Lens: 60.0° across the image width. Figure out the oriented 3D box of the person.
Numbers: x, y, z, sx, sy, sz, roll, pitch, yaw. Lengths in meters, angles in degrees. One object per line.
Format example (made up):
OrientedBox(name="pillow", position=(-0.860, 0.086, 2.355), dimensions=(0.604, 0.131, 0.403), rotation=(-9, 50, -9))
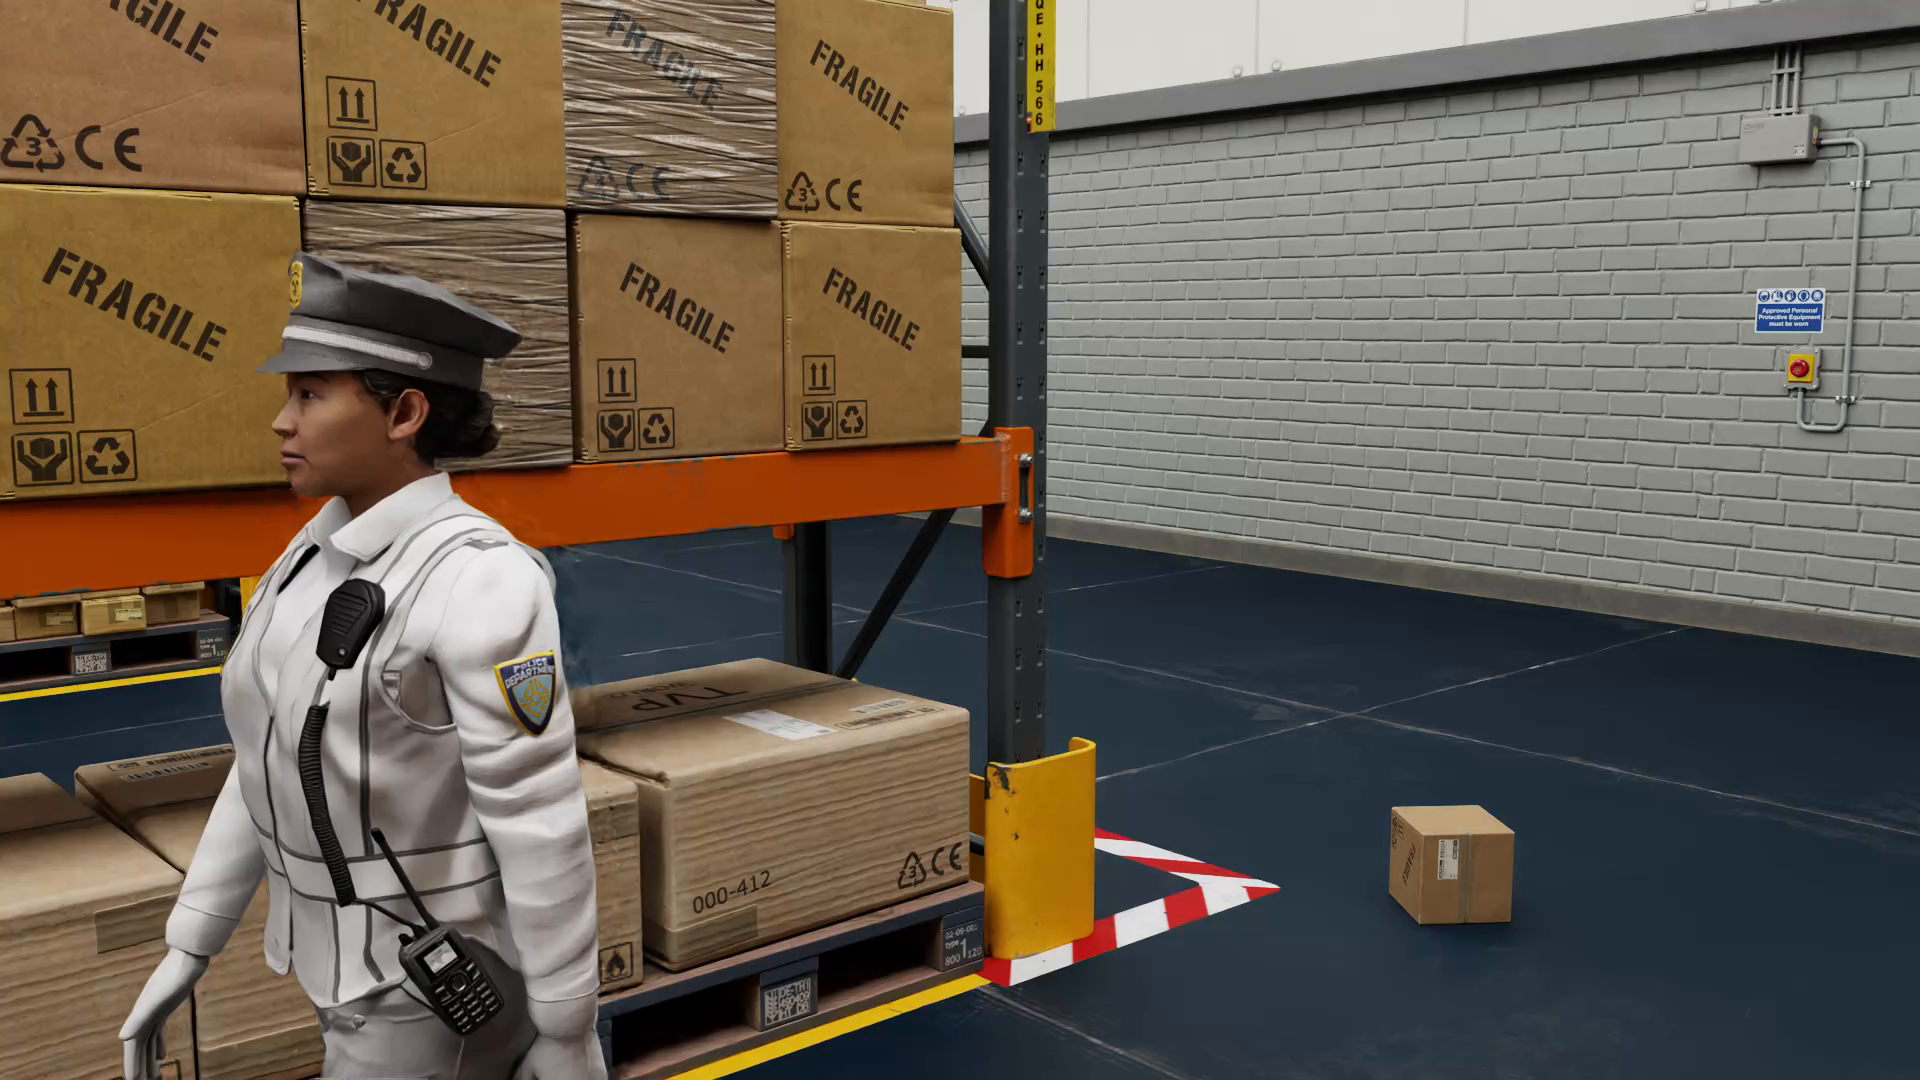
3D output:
OrientedBox(name="person", position=(-0.697, 0.493, 1.890), dimensions=(1.017, 1.619, 0.504), rotation=(-6, 10, -40))
